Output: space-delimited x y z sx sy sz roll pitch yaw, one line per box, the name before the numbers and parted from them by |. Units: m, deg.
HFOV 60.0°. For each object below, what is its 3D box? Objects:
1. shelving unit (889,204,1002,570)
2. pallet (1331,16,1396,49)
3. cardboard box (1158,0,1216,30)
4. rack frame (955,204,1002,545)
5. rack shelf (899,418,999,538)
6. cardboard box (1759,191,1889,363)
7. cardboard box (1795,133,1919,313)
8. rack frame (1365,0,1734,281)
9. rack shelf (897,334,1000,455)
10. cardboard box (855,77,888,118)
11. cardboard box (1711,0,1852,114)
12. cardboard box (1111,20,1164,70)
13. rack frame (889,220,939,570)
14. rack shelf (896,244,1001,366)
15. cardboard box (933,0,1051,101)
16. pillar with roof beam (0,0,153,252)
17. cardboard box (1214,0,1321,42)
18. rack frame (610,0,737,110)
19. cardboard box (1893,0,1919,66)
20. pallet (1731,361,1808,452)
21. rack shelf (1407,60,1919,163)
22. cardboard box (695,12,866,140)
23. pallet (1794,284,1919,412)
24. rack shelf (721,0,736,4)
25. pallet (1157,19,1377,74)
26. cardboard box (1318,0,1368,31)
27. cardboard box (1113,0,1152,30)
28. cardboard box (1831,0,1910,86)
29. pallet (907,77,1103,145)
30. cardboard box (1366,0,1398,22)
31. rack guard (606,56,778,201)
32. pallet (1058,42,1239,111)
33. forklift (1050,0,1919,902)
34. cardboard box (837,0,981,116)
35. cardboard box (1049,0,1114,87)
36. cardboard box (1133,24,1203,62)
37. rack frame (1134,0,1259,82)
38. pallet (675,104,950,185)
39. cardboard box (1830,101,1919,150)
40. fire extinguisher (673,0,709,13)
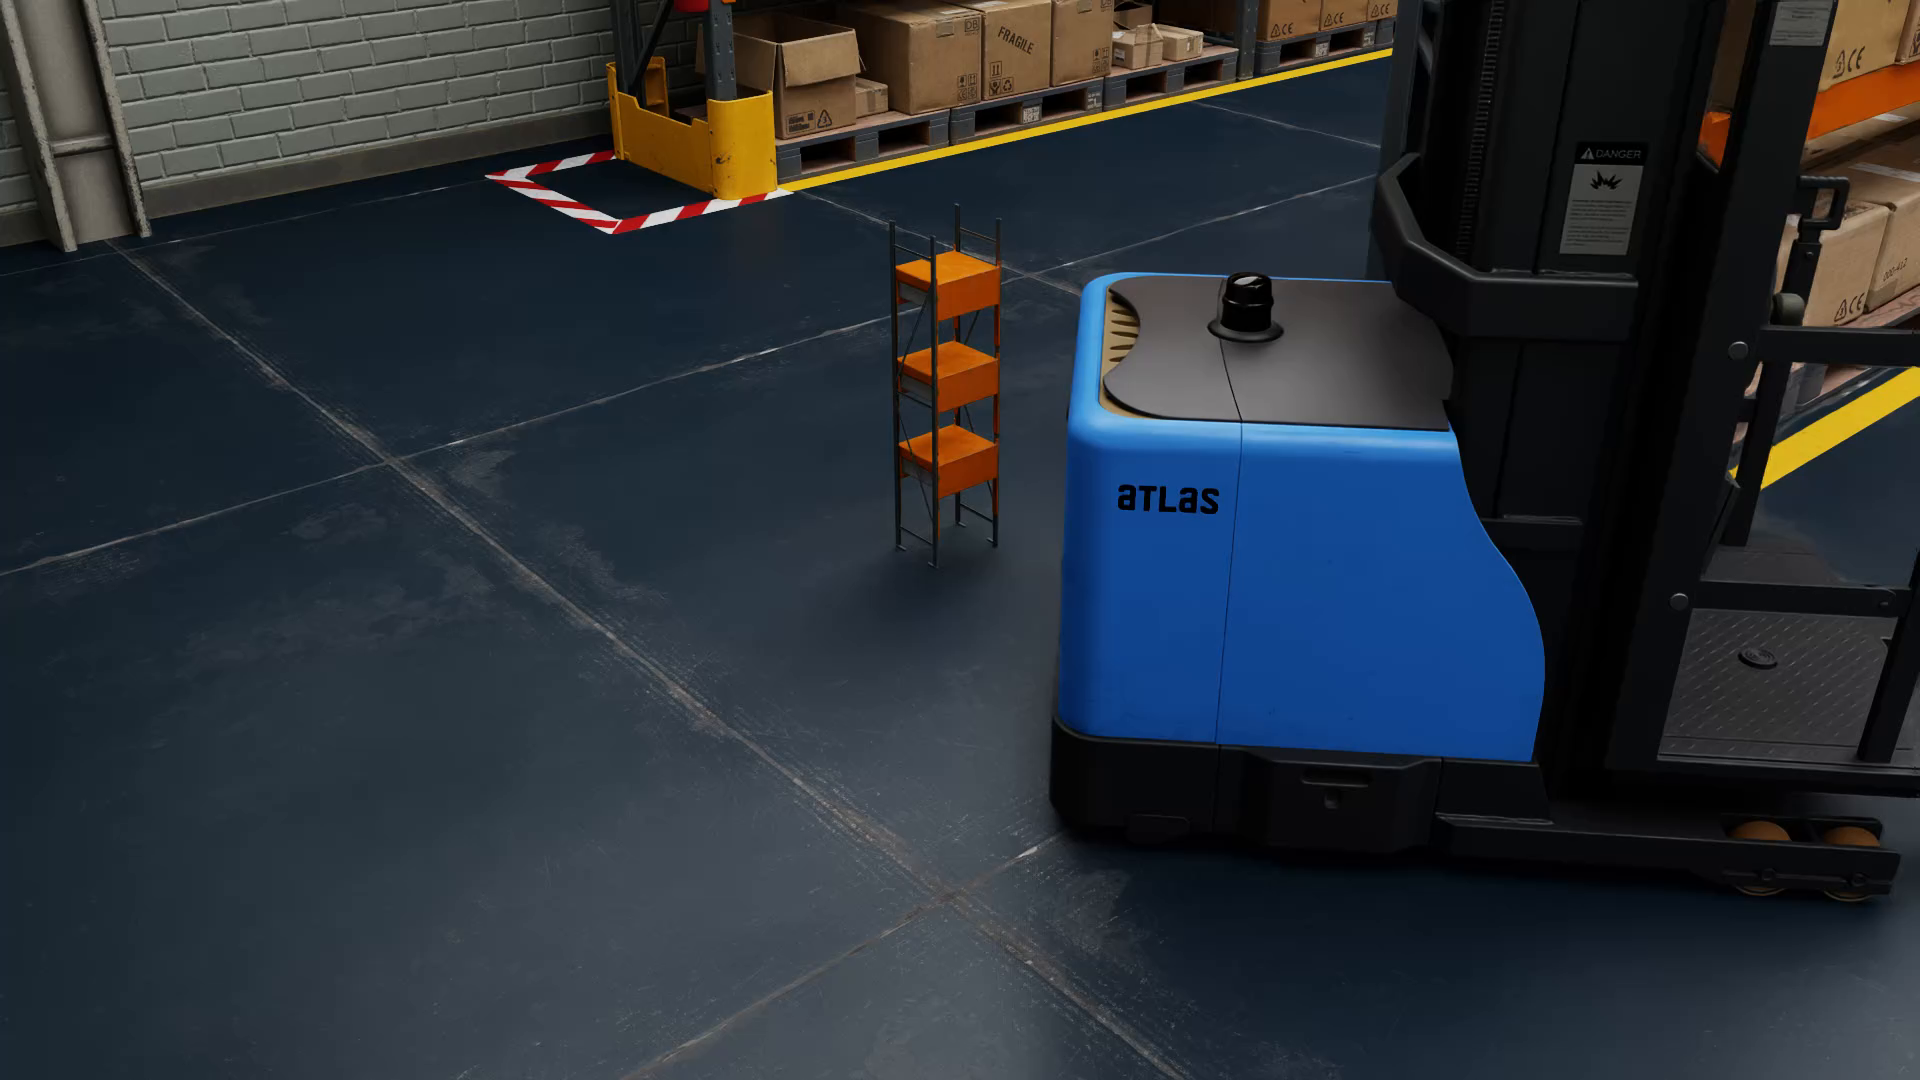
shelving unit | -0.041 -0.447 4.972 0.252 1.050 0.215 -22 35 -35
pallet | 3.074 -3.914 12.350 1.213 0.211 1.003 -22 35 -35
cardboard box | 1.732 -3.845 11.469 0.500 0.500 0.500 -22 35 -35
rack frame | 0.052 -0.484 5.042 0.008 1.050 0.200 -22 35 -35
rack shelf | -0.041 -0.192 5.108 0.240 0.259 0.215 -22 35 -35
cardboard box | 2.860 -1.080 6.361 0.875 0.438 0.875 -21 34 -34
cardboard box | 3.547 -1.355 6.876 0.875 0.438 0.875 -23 36 -36
rack frame | 1.732 -1.504 4.882 0.127 3.000 1.000 -22 35 -35
rack shelf | -0.041 -0.437 4.977 0.240 0.259 0.215 -22 35 -35
cardboard box | -0.617 -2.480 9.287 0.250 0.149 0.380 -24 36 -37
cardboard box | 2.284 -1.592 4.940 0.500 0.500 0.500 -22 35 -35
cardboard box | 1.046 -3.101 10.325 0.258 0.266 0.396 -20 34 -33
rack frame | -0.134 -0.409 4.902 0.008 1.050 0.200 -22 35 -35
rack shelf | -0.041 -0.688 4.843 0.240 0.259 0.215 -22 35 -35
cardboard box | 0.177 -2.892 9.686 0.500 0.500 0.500 -21 35 -34
pillar with roof beam | -1.334 -3.883 2.969 0.400 9.000 9.100 -22 35 -35
cardboard box | 2.065 -3.656 11.116 0.500 0.500 0.500 -20 34 -33
rack frame | -1.492 -3.283 8.210 0.127 3.000 1.000 -22 35 -35
cardboard box | 3.049 -1.906 5.528 0.500 0.500 0.500 -22 35 -35
pallet | 2.290 -0.547 6.049 1.213 0.211 1.003 -22 35 -35
rack shelf | 3.254 -1.799 6.196 4.000 0.370 1.077 -22 35 -35
cardboard box | -0.965 -2.520 8.986 0.637 0.503 0.797 -24 36 -37
pallet | 3.217 -0.918 6.744 1.213 0.211 1.003 -22 35 -35
rack shelf | 0.029 -3.577 9.525 4.000 0.370 1.077 -22 35 -35
pallet | 2.145 -3.539 11.648 1.213 0.211 1.003 -22 35 -35
cardboard box | 2.463 -3.823 11.427 0.500 0.500 0.500 -22 35 -36
cardboard box | 0.895 -3.388 10.815 0.500 0.311 0.500 -20 34 -33
cardboard box | 2.650 -1.757 5.249 0.500 0.500 0.500 -22 35 -36
pallet | 0.099 -2.691 10.063 1.213 0.211 1.003 -22 35 -35
cardboard box | 2.846 -3.974 11.710 0.500 0.500 0.500 -23 36 -36
rack guard | -1.434 -2.203 8.843 0.348 0.500 1.175 -22 35 -35
pallet | 1.028 -3.067 10.765 1.213 0.211 1.003 -22 35 -35
forklift | 1.763 -0.746 3.536 3.031 2.935 1.130 3 28 5
cardboard box | -0.290 -2.766 9.450 0.500 0.500 0.700 -20 34 -33
cardboard box | 0.500 -3.084 10.044 0.500 0.500 0.700 -23 36 -37
cardboard box | 1.317 -3.158 10.557 0.250 0.149 0.380 -23 36 -36
rack frame | 1.551 -4.506 10.500 0.127 3.000 1.000 -22 35 -35
pallet | -0.829 -2.320 9.368 1.213 0.211 1.003 -22 35 -35
cardboard box | 4.228 -1.629 7.389 0.875 0.438 0.875 -22 35 -36
fire extinguisher | -1.304 -2.873 7.922 0.183 0.674 0.296 -22 35 -35
